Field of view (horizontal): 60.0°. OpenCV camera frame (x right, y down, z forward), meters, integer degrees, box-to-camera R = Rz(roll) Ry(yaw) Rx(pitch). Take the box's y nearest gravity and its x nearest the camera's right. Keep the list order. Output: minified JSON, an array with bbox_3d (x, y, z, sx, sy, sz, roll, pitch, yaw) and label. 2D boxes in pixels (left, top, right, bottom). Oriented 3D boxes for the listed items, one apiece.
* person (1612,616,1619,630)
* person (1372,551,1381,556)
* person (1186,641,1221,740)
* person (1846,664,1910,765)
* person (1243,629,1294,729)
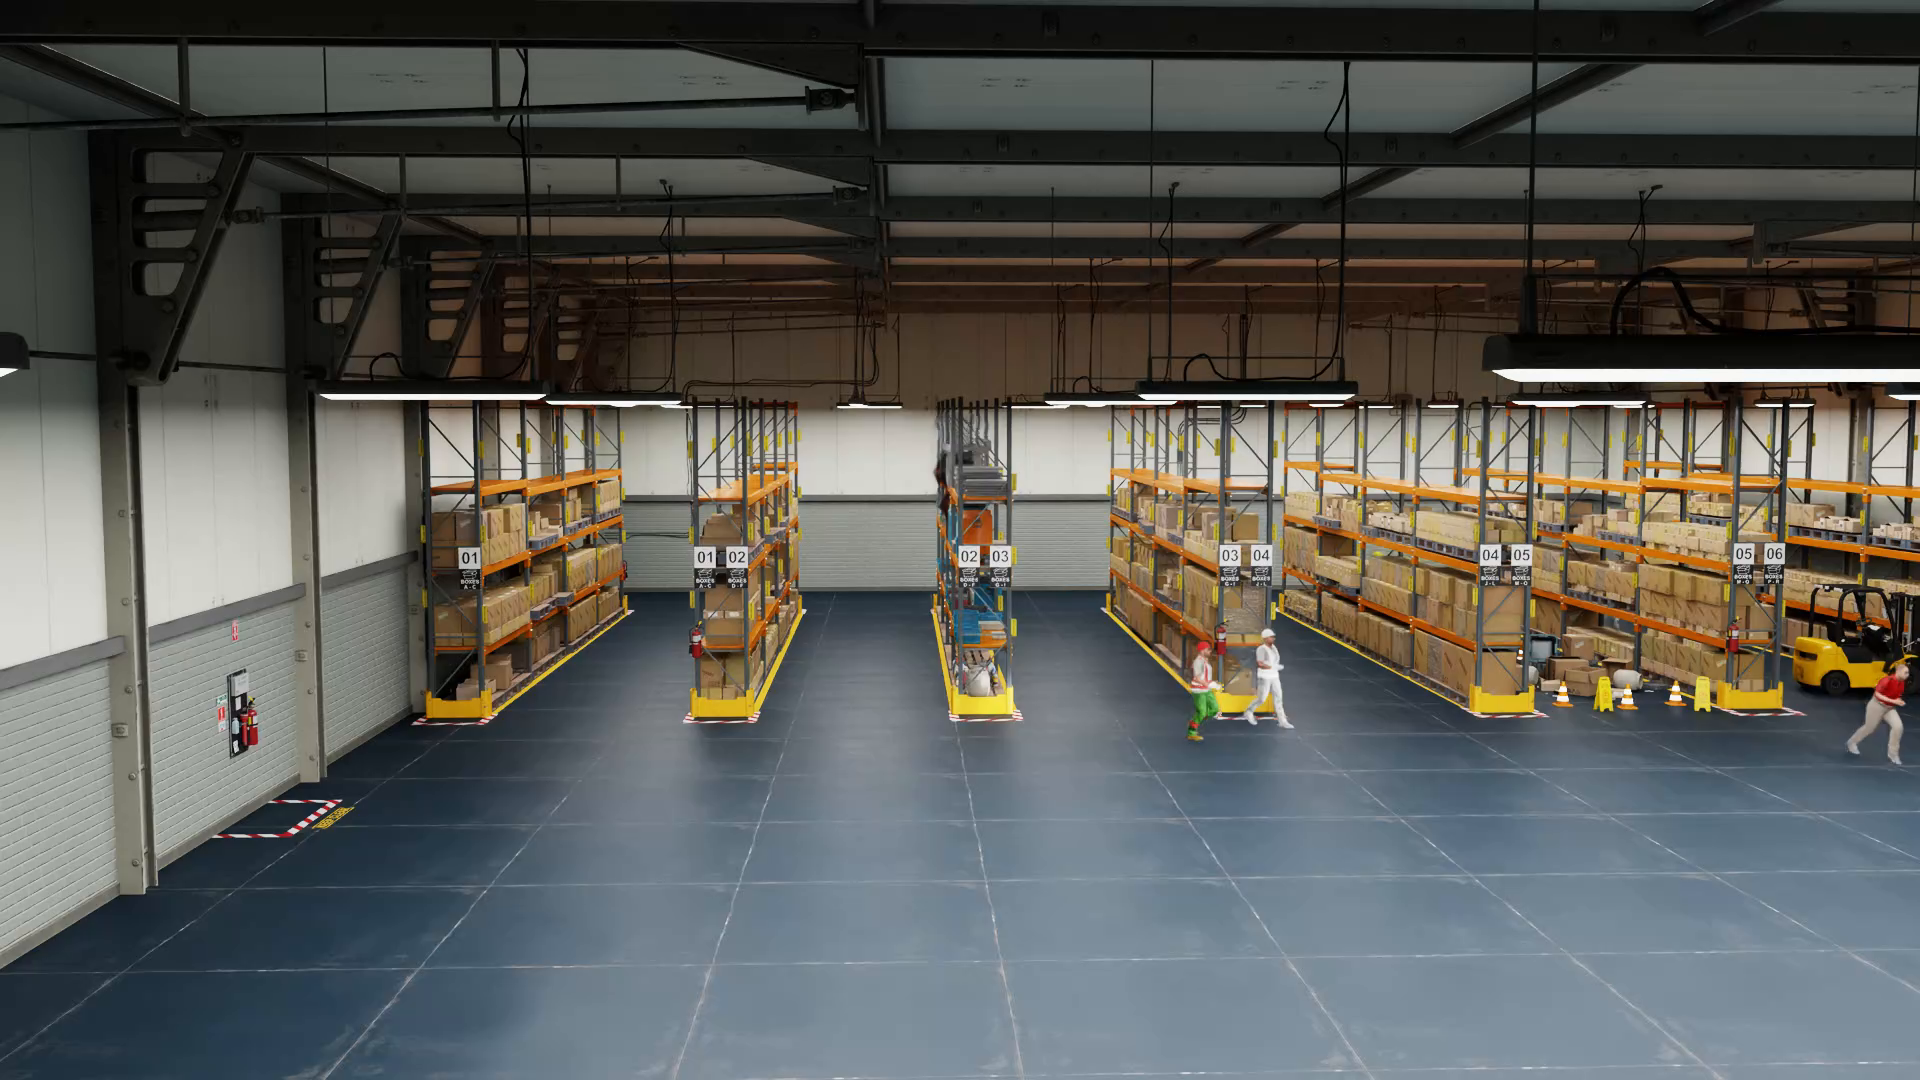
[{"bbox_3d":[16.864,1.539,43.179,0.598,1.743,0.779,-1,5,-11],"label":"person"},{"bbox_3d":[11.715,1.202,46.867,0.695,1.798,0.865,-2,5,-26],"label":"person"},{"bbox_3d":[4.260,2.617,28.898,0.642,1.735,0.661,2,5,25],"label":"person"},{"bbox_3d":[15.091,2.829,27.325,0.707,1.697,1.006,-2,5,-28],"label":"person"},{"bbox_3d":[5.548,2.480,29.919,0.977,1.765,0.694,4,6,41],"label":"person"}]
